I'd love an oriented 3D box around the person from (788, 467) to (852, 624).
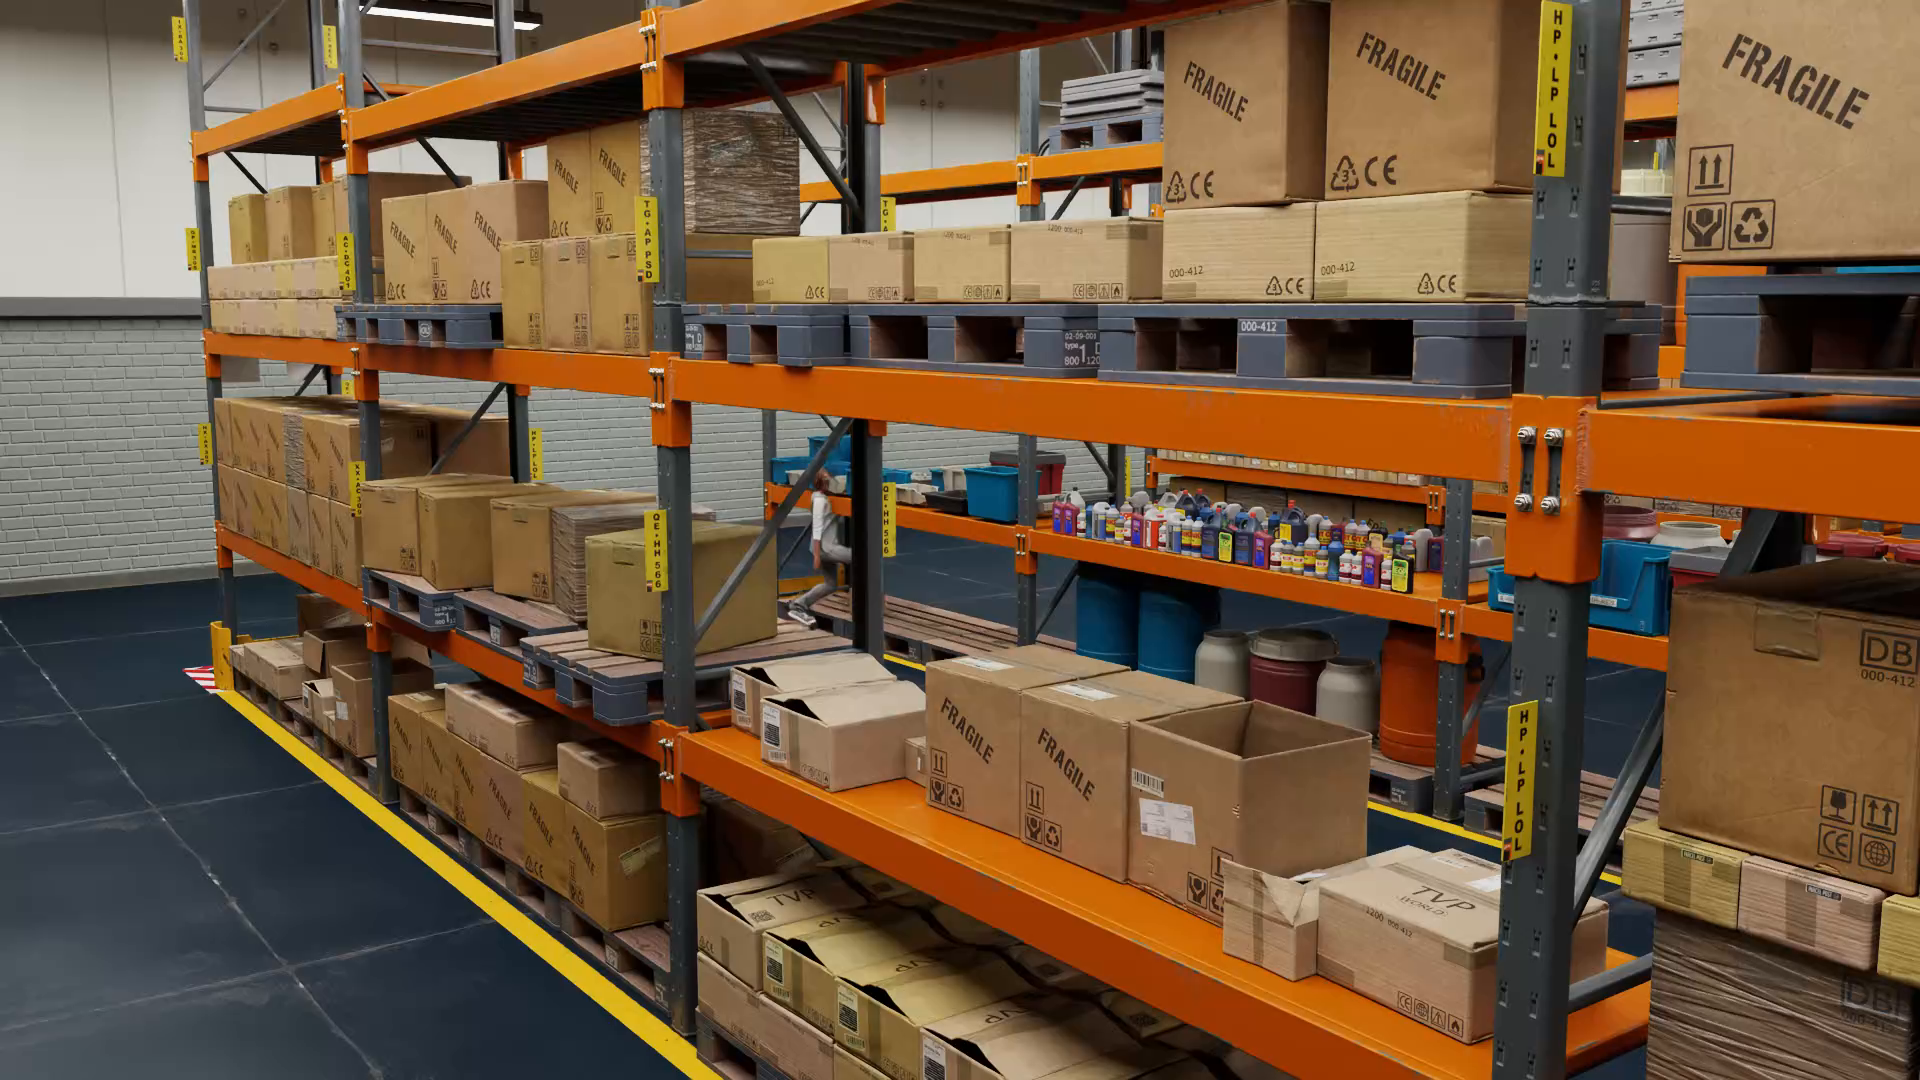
[{"bbox_3d":[-1.171,0.056,15.272,0.838,1.474,0.442,-1,8,-4],"label":"person"}]
